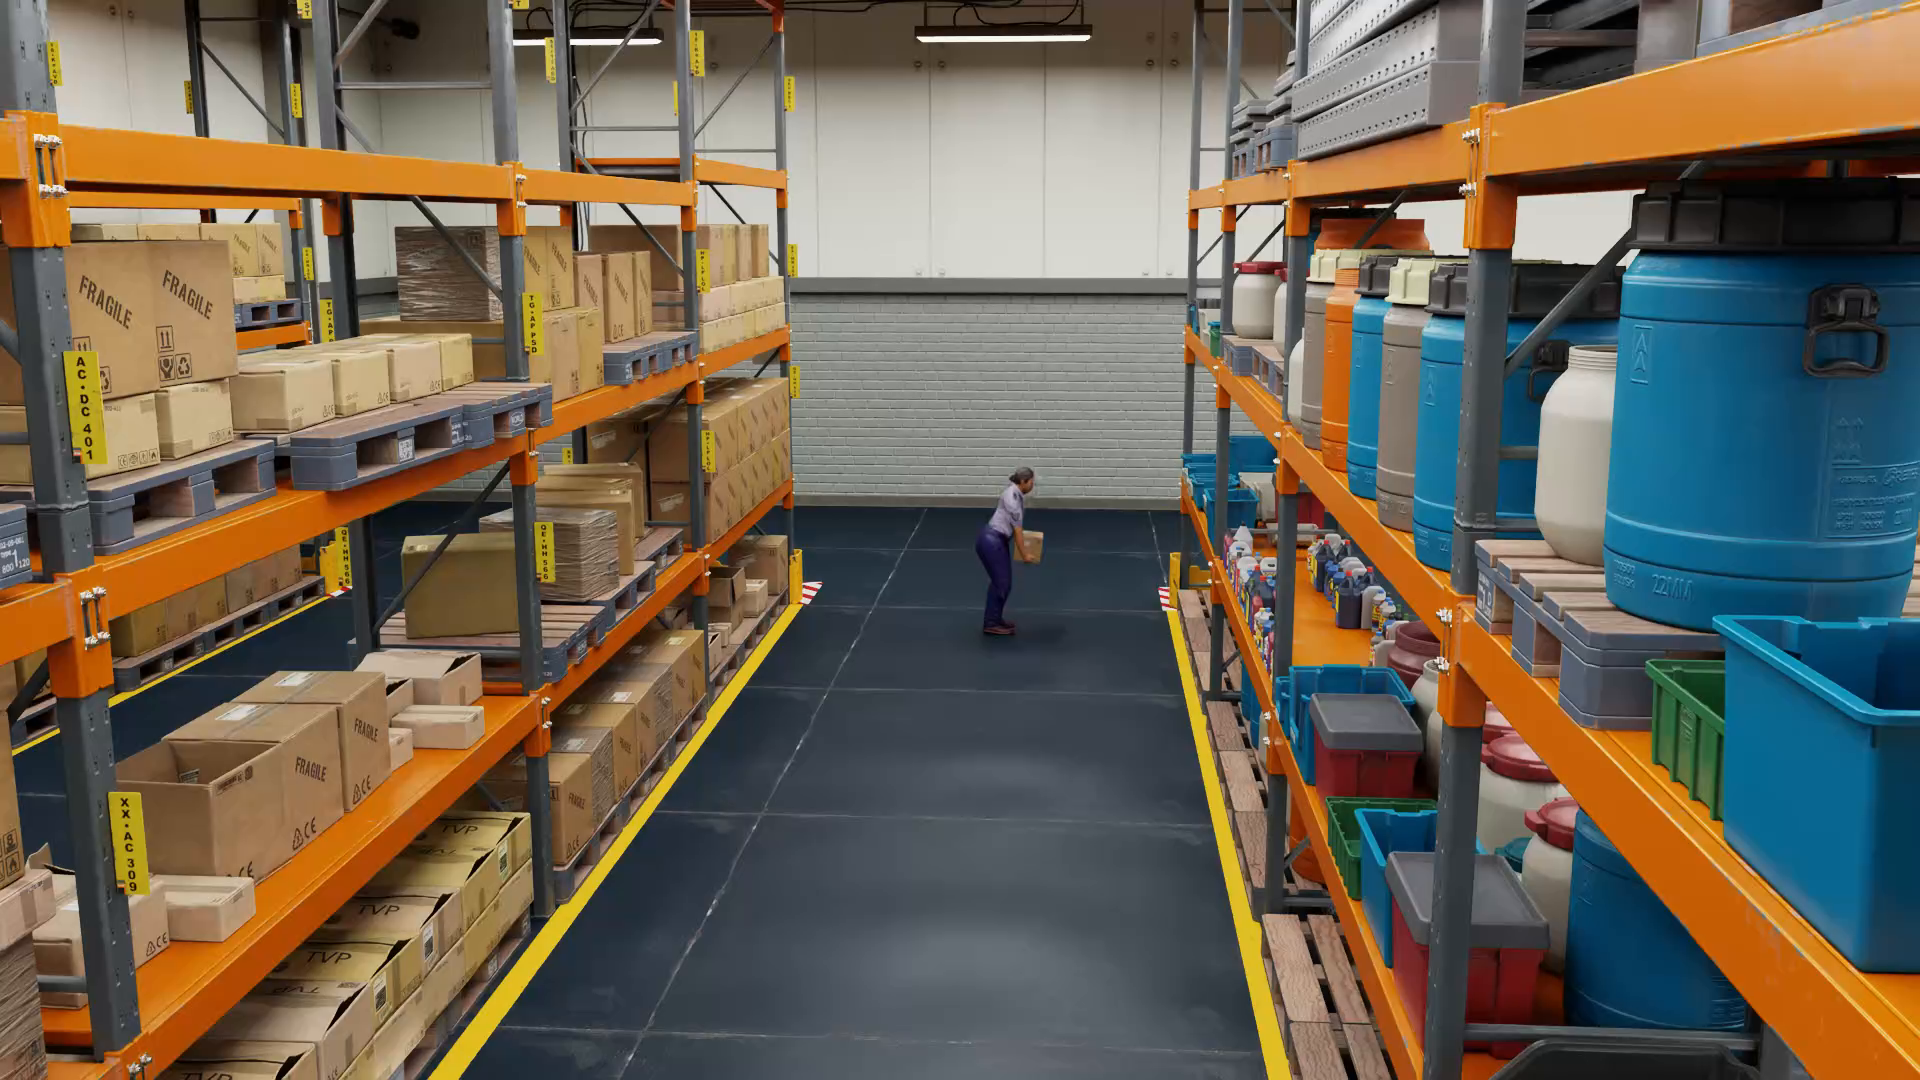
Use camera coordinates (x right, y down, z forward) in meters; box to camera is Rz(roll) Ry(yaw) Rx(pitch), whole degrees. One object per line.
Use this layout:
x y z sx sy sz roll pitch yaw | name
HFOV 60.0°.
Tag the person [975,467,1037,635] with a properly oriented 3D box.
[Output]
0.439 0.095 15.713 0.581 1.567 0.439 1 11 3 | person
